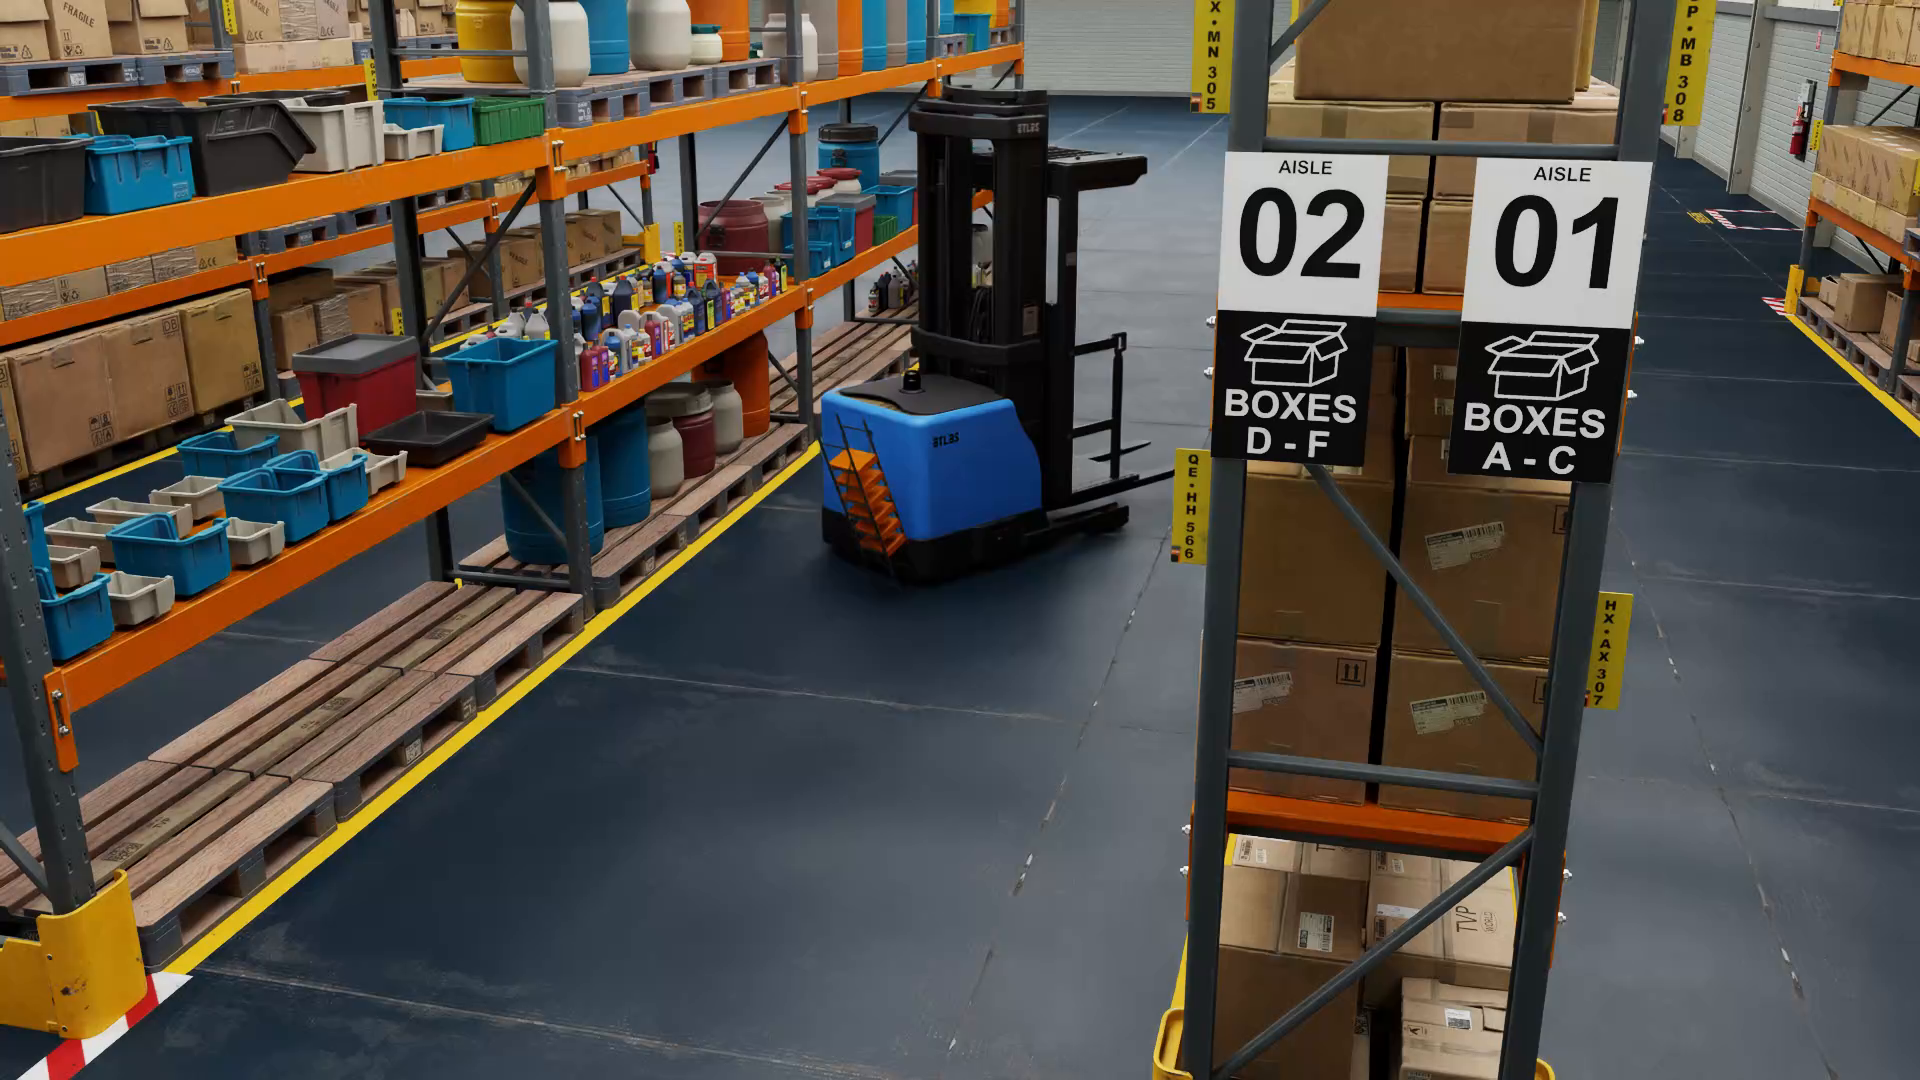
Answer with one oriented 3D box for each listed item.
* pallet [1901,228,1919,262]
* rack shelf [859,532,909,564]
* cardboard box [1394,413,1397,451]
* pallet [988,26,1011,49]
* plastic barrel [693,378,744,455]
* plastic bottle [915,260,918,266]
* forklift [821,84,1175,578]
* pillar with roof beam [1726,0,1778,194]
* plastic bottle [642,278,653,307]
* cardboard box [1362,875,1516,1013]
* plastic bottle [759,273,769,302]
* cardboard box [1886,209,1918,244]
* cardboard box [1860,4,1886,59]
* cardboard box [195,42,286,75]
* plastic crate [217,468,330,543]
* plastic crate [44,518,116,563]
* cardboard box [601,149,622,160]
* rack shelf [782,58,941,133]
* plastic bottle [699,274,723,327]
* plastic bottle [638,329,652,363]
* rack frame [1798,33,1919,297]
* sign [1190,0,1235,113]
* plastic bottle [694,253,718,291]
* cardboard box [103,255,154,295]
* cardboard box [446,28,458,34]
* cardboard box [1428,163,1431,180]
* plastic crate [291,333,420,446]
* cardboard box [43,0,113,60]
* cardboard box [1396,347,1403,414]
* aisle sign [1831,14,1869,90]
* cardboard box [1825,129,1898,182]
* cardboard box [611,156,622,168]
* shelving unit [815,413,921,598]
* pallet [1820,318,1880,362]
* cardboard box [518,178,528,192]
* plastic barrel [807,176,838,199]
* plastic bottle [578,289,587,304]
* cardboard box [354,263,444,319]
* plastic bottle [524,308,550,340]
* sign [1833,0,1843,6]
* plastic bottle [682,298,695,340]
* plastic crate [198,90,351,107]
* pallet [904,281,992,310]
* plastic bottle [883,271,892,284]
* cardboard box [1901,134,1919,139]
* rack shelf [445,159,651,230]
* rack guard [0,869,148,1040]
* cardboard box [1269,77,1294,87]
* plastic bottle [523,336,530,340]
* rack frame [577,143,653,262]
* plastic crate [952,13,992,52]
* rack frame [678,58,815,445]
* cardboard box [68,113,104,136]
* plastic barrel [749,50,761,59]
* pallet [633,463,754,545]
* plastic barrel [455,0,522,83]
[{"bbox_3d":[8.573,-2.394,13.854,1.003,0.211,1.213,5,19,13],"label":"pallet"},{"bbox_3d":[-0.467,0.027,10.090,0.258,0.103,0.180,15,47,38],"label":"rack shelf"},{"bbox_3d":[2.143,-0.304,7.284,0.500,0.500,0.500,5,20,15],"label":"cardboard box"},{"bbox_3d":[-0.026,-5.828,19.261,1.003,0.211,1.213,5,19,13],"label":"pallet"},{"bbox_3d":[-1.838,-0.925,12.453,0.421,0.512,0.421,0,19,0],"label":"plastic barrel"},{"bbox_3d":[-0.474,-3.123,19.230,0.097,0.271,0.097,0,19,0],"label":"plastic bottle"},{"bbox_3d":[0.524,-1.529,11.129,3.031,2.935,1.130,-16,25,-39],"label":"forklift"},{"bbox_3d":[9.303,-10.619,28.356,9.100,9.000,0.400,5,19,13],"label":"pillar with roof beam"},{"bbox_3d":[-2.303,-1.817,12.173,0.097,0.201,0.097,0,19,0],"label":"plastic bottle"},{"bbox_3d":[1.694,1.446,5.886,0.500,0.250,0.500,5,19,13],"label":"cardboard box"},{"bbox_3d":[-1.471,-1.880,12.359,0.097,0.201,0.097,0,19,0],"label":"plastic bottle"},{"bbox_3d":[8.722,-2.824,15.016,0.500,0.250,0.500,5,19,14],"label":"cardboard box"},{"bbox_3d":[9.265,-5.030,16.446,0.500,0.500,0.500,6,20,16],"label":"cardboard box"},{"bbox_3d":[-6.125,-4.109,14.167,0.500,0.250,0.500,5,19,14],"label":"cardboard box"},{"bbox_3d":[-2.937,-0.148,7.145,0.416,0.233,0.300,5,19,13],"label":"plastic crate"},{"bbox_3d":[-3.530,0.002,6.855,0.396,0.136,0.243,5,19,13],"label":"plastic crate"},{"bbox_3d":[-4.699,-4.992,20.548,0.875,0.500,0.500,5,19,13],"label":"cardboard box"},{"bbox_3d":[-1.195,-3.948,14.577,1.077,0.370,4.000,5,19,13],"label":"rack shelf"},{"bbox_3d":[-1.727,-1.653,11.463,0.144,0.351,0.185,5,19,13],"label":"plastic bottle"},{"bbox_3d":[-1.987,-1.219,10.423,0.097,0.201,0.097,0,19,0],"label":"plastic bottle"},{"bbox_3d":[9.878,-3.967,18.161,1.000,3.000,0.127,5,19,13],"label":"rack frame"},{"bbox_3d":[0.631,-1.231,4.139,0.100,0.325,0.005,5,19,13],"label":"sign"},{"bbox_3d":[-1.955,-2.061,12.773,0.152,0.276,0.135,5,19,13],"label":"plastic bottle"},{"bbox_3d":[-6.618,-2.187,12.796,0.500,0.500,0.500,4,19,12],"label":"cardboard box"},{"bbox_3d":[-5.151,-5.356,17.819,0.500,0.250,0.500,4,19,11],"label":"cardboard box"},{"bbox_3d":[1.671,-0.987,5.028,0.500,0.250,0.500,5,19,13],"label":"cardboard box"},{"bbox_3d":[-3.122,-0.787,8.658,0.402,0.464,0.583,5,19,13],"label":"plastic crate"},{"bbox_3d":[-6.691,-3.824,12.298,0.500,0.500,0.500,6,20,16],"label":"cardboard box"},{"bbox_3d":[2.146,-0.777,7.119,0.500,0.500,0.500,4,19,12],"label":"cardboard box"},{"bbox_3d":[9.604,-5.243,17.876,0.394,0.787,0.004,5,19,13],"label":"aisle sign"},{"bbox_3d":[9.339,-3.980,17.241,0.500,0.500,0.500,5,19,14],"label":"cardboard box"},{"bbox_3d":[-4.474,-4.755,20.857,0.380,0.149,0.250,5,19,13],"label":"cardboard box"},{"bbox_3d":[-0.540,-0.193,9.926,0.258,1.200,0.189,15,47,38],"label":"shelving unit"},{"bbox_3d":[9.326,-1.990,16.689,1.003,0.211,1.213,5,19,13],"label":"pallet"},{"bbox_3d":[-5.057,-3.969,18.557,0.380,0.149,0.250,5,19,13],"label":"cardboard box"},{"bbox_3d":[-1.332,-3.047,15.259,0.433,0.535,0.433,0,19,0],"label":"plastic barrel"},{"bbox_3d":[-2.564,-1.546,11.252,0.061,0.283,0.133,5,19,13],"label":"plastic bottle"},{"bbox_3d":[-5.815,-2.573,17.267,0.700,0.500,0.500,5,19,13],"label":"cardboard box"},{"bbox_3d":[-2.614,-1.267,10.334,0.144,0.351,0.185,5,19,13],"label":"plastic bottle"},{"bbox_3d":[9.352,-5.843,17.660,0.100,0.325,0.005,5,19,13],"label":"sign"},{"bbox_3d":[-1.817,-1.470,11.049,0.097,0.271,0.097,0,19,0],"label":"plastic bottle"},{"bbox_3d":[-3.230,-1.978,7.900,0.497,0.269,0.590,5,19,13],"label":"plastic crate"},{"bbox_3d":[-0.206,-2.767,18.961,1.003,0.211,1.213,5,19,13],"label":"pallet"},{"bbox_3d":[-0.782,-2.735,17.972,0.144,0.351,0.185,4,19,11],"label":"plastic bottle"},{"bbox_3d":[9.714,-3.776,16.644,0.500,0.500,0.500,4,19,12],"label":"cardboard box"},{"bbox_3d":[-5.021,-4.173,19.878,1.077,0.370,4.000,5,19,13],"label":"rack shelf"},{"bbox_3d":[-3.632,1.457,6.148,1.175,0.500,0.348,5,19,13],"label":"rack guard"},{"bbox_3d":[1.164,-1.265,5.068,0.500,0.250,0.500,5,19,13],"label":"cardboard box"},{"bbox_3d":[-2.663,-1.154,10.232,0.097,0.201,0.097,0,19,0],"label":"plastic bottle"},{"bbox_3d":[-4.532,-5.140,21.597,1.000,3.000,0.127,5,19,13],"label":"rack frame"},{"bbox_3d":[0.097,-5.540,18.150,0.392,0.384,0.575,5,19,13],"label":"plastic crate"},{"bbox_3d":[-1.684,-2.242,13.110,1.000,3.000,0.127,5,19,13],"label":"rack frame"},{"bbox_3d":[-10.171,-5.005,19.297,0.875,0.550,0.550,5,19,13],"label":"cardboard box"},{"bbox_3d":[-1.673,-3.669,12.889,0.294,0.245,0.294,0,19,0],"label":"plastic barrel"},{"bbox_3d":[-2.136,-0.291,11.712,1.003,0.211,1.213,5,19,13],"label":"pallet"},{"bbox_3d":[-2.635,-2.997,9.741,0.600,0.588,0.600,0,19,0],"label":"plastic barrel"}]
